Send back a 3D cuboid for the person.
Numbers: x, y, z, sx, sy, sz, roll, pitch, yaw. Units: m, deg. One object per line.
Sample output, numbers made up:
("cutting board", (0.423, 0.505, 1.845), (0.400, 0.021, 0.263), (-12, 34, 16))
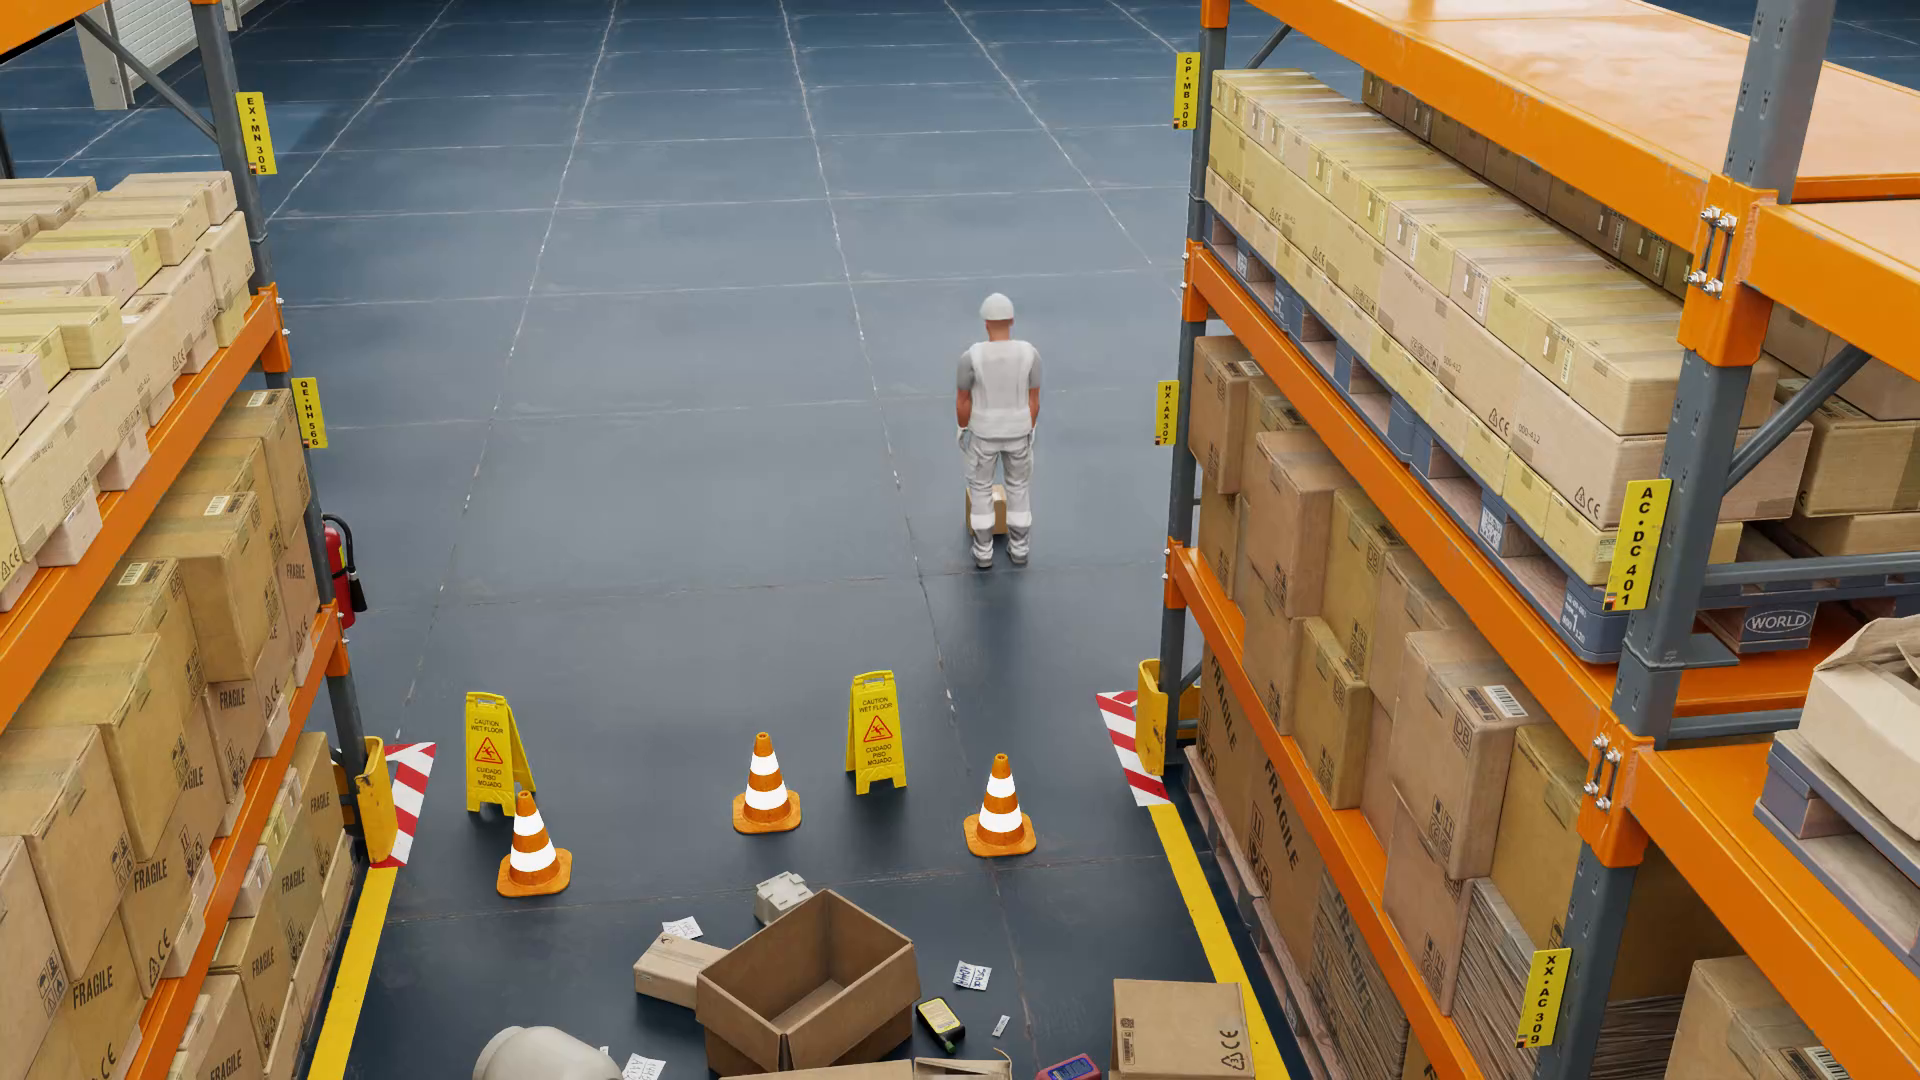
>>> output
("person", (0.235, -0.675, 10.423), (0.529, 1.779, 0.357), (-3, 27, -6))
